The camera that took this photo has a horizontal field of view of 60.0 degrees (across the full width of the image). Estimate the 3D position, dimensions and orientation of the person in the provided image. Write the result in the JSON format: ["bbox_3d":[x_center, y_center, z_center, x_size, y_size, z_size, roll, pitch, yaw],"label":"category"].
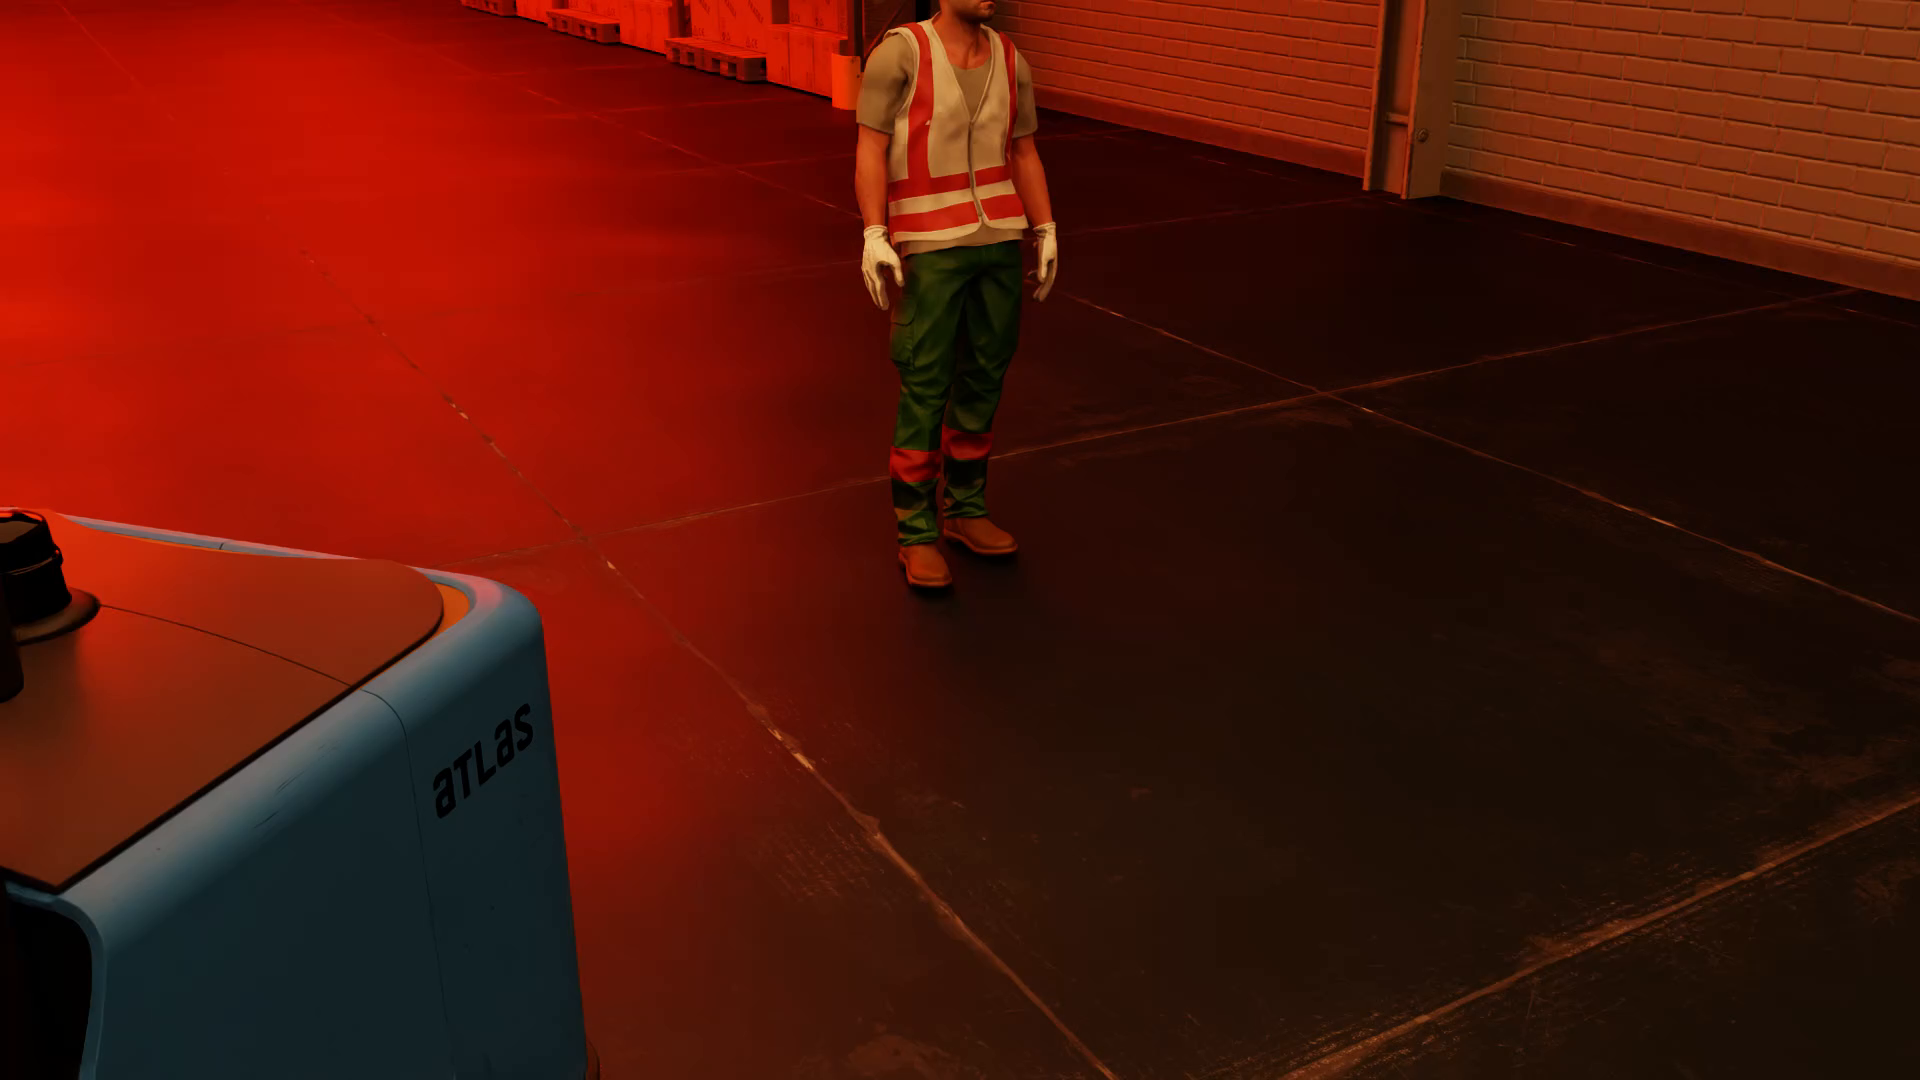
[{"bbox_3d":[0.030,-0.806,4.722,0.637,1.790,0.562,-12,25,-28],"label":"person"}]

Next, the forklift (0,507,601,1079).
[{"bbox_3d":[-1.484,0.163,0.876,1.130,2.935,3.031,7,23,17],"label":"forklift"}]
